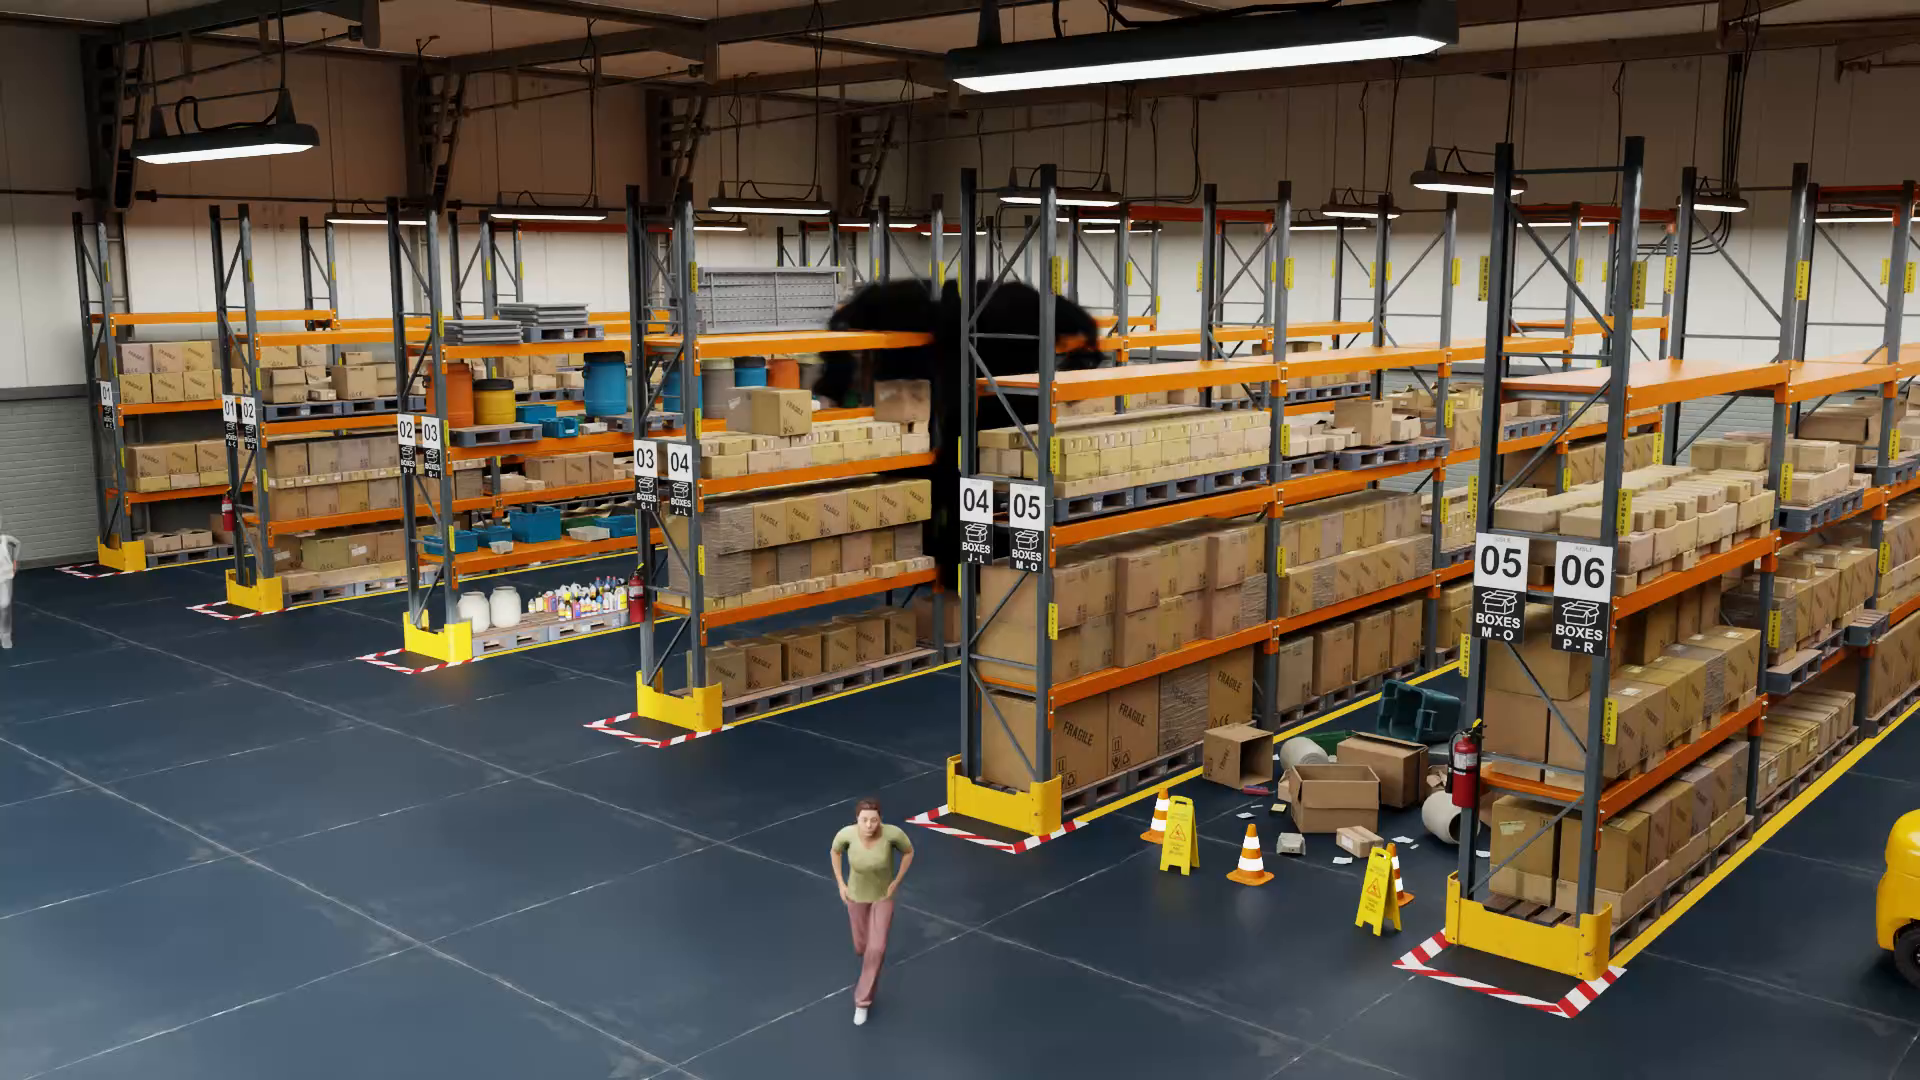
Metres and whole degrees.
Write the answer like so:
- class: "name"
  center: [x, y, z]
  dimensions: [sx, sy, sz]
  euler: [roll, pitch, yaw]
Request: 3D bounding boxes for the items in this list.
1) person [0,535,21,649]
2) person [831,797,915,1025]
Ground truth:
- class: "person"
  center: [-13.107, 0.572, 22.604]
  dimensions: [0.639, 1.838, 0.859]
  euler: [-4, 10, -24]
- class: "person"
  center: [-0.612, 2.493, 11.650]
  dimensions: [0.579, 1.619, 0.837]
  euler: [-1, 10, -4]
